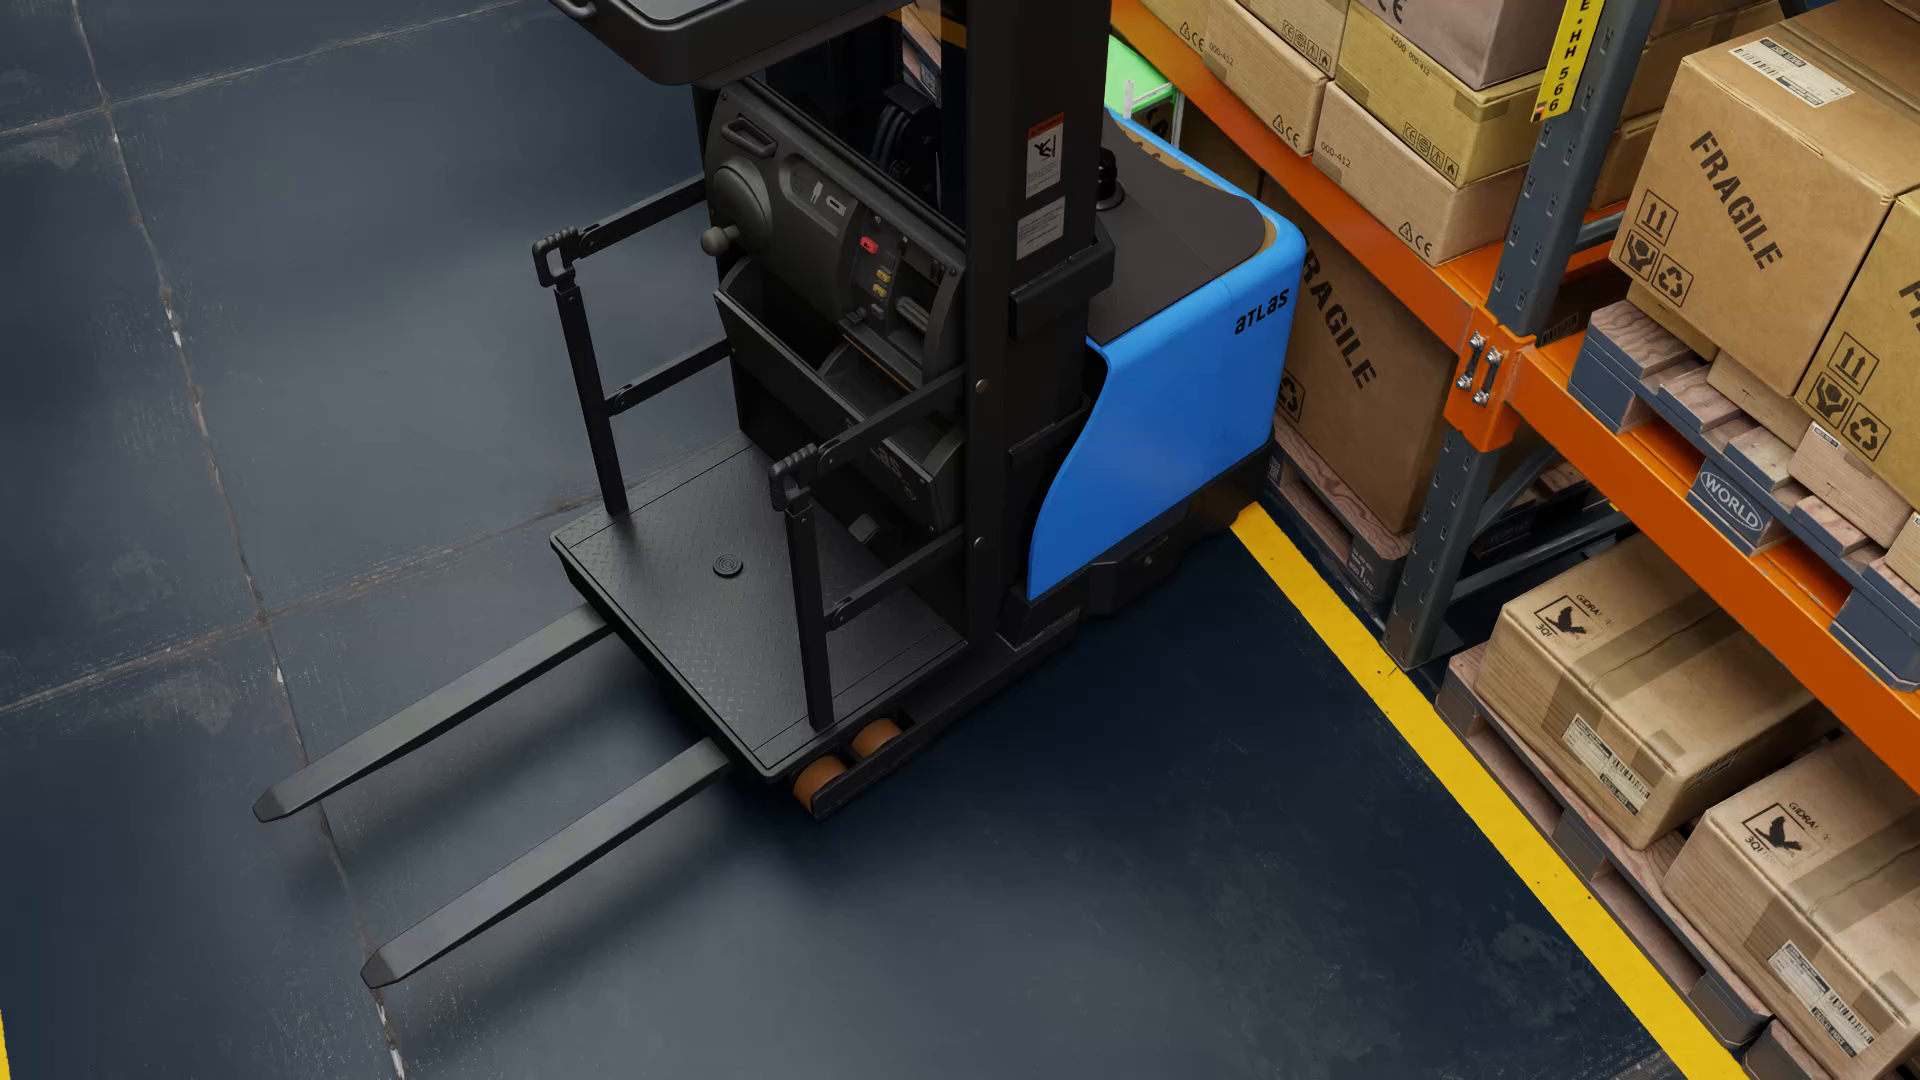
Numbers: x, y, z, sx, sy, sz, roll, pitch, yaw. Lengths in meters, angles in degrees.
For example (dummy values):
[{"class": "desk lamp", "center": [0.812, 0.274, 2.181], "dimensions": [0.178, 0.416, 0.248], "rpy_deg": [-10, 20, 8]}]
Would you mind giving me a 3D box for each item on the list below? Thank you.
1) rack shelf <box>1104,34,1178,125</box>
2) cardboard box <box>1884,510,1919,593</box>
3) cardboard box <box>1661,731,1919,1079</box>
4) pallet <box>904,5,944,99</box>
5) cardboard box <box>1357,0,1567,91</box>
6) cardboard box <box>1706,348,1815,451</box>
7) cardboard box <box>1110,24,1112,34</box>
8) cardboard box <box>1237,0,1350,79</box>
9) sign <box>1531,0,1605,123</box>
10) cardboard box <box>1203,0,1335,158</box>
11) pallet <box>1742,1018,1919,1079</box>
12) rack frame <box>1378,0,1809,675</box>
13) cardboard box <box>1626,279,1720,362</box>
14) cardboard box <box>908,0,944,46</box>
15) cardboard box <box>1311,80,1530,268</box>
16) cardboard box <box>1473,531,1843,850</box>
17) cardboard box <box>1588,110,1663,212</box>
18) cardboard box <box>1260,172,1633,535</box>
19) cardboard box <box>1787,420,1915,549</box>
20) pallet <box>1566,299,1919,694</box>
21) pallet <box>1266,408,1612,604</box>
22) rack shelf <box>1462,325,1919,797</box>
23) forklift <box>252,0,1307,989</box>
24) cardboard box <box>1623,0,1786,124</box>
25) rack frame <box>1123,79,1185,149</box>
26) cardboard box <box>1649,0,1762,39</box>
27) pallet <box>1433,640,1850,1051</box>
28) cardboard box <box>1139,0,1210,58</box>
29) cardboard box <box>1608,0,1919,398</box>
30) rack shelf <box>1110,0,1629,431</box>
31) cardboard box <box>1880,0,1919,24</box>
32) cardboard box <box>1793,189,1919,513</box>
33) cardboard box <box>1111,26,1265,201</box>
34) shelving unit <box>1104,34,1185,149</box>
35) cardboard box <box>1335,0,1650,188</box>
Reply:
[{"class": "rack shelf", "center": [0.433, -1.417, 5.131], "dimensions": [0.258, 0.148, 0.480], "rpy_deg": [-30, 57, -23]}, {"class": "cardboard box", "center": [2.000, 0.012, 3.135], "dimensions": [0.380, 0.149, 0.250], "rpy_deg": [-21, 52, -17]}, {"class": "cardboard box", "center": [2.320, 0.795, 4.029], "dimensions": [0.950, 0.372, 0.625], "rpy_deg": [-22, 52, -18]}, {"class": "pallet", "center": [0.315, -2.074, 6.923], "dimensions": [1.003, 0.211, 1.213], "rpy_deg": [-21, 52, -18]}, {"class": "cardboard box", "center": [1.256, -1.423, 3.771], "dimensions": [0.500, 0.500, 0.500], "rpy_deg": [-22, 53, -18]}, {"class": "cardboard box", "center": [1.808, -0.378, 3.476], "dimensions": [0.380, 0.149, 0.250], "rpy_deg": [-24, 53, -20]}, {"class": "cardboard box", "center": [0.670, -1.932, 6.079], "dimensions": [0.875, 0.875, 0.875], "rpy_deg": [-20, 52, -16]}, {"class": "cardboard box", "center": [1.040, -1.499, 4.336], "dimensions": [0.500, 0.250, 0.500], "rpy_deg": [-22, 53, -18]}, {"class": "sign", "center": [1.233, -0.993, 3.356], "dimensions": [0.100, 0.325, 0.005], "rpy_deg": [-21, 52, -18]}, {"class": "cardboard box", "center": [1.015, -1.341, 4.530], "dimensions": [0.500, 0.250, 0.500], "rpy_deg": [-20, 52, -17]}, {"class": "pallet", "center": [2.636, 1.452, 3.840], "dimensions": [1.003, 0.211, 1.213], "rpy_deg": [-21, 52, -18]}, {"class": "rack frame", "center": [1.725, -0.805, 3.961], "dimensions": [1.000, 3.000, 0.127], "rpy_deg": [-21, 52, -18]}, {"class": "cardboard box", "center": [1.709, -0.579, 3.651], "dimensions": [0.380, 0.149, 0.250], "rpy_deg": [-24, 53, -20]}, {"class": "cardboard box", "center": [0.250, -2.533, 6.606], "dimensions": [0.875, 0.875, 0.875], "rpy_deg": [-20, 52, -16]}, {"class": "cardboard box", "center": [1.263, -1.005, 4.236], "dimensions": [0.500, 0.250, 0.500], "rpy_deg": [-23, 53, -19]}, {"class": "cardboard box", "center": [1.975, 0.303, 4.459], "dimensions": [0.950, 0.372, 0.625], "rpy_deg": [-24, 53, -20]}, {"class": "cardboard box", "center": [1.725, -1.170, 4.380], "dimensions": [0.500, 0.250, 0.500], "rpy_deg": [-22, 52, -18]}, {"class": "cardboard box", "center": [1.483, -0.735, 5.032], "dimensions": [0.875, 0.875, 0.875], "rpy_deg": [-22, 52, -18]}, {"class": "cardboard box", "center": [1.893, -0.179, 3.302], "dimensions": [0.380, 0.149, 0.250], "rpy_deg": [-24, 53, -20]}, {"class": "pallet", "center": [2.146, -0.302, 3.648], "dimensions": [1.213, 0.211, 1.003], "rpy_deg": [-21, 52, -18]}, {"class": "pallet", "center": [1.432, -0.441, 5.495], "dimensions": [1.003, 0.211, 1.213], "rpy_deg": [-21, 52, -18]}, {"class": "rack shelf", "center": [2.641, 0.770, 3.061], "dimensions": [1.077, 0.370, 4.000], "rpy_deg": [-21, 52, -18]}, {"class": "forklift", "center": [-0.478, -0.661, 3.881], "dimensions": [3.031, 2.935, 1.130], "rpy_deg": [-32, 56, -25]}, {"class": "cardboard box", "center": [1.713, -1.344, 4.201], "dimensions": [0.500, 0.250, 0.500], "rpy_deg": [-22, 52, -18]}, {"class": "rack frame", "center": [0.579, -1.003, 5.330], "dimensions": [0.240, 1.200, 0.015], "rpy_deg": [-30, 57, -23]}, {"class": "cardboard box", "center": [1.717, -1.581, 3.910], "dimensions": [0.500, 0.500, 0.500], "rpy_deg": [-23, 53, -19]}, {"class": "pallet", "center": [2.082, 0.637, 4.553], "dimensions": [1.003, 0.211, 1.213], "rpy_deg": [-21, 52, -18]}, {"class": "cardboard box", "center": [0.799, -1.684, 4.829], "dimensions": [0.500, 0.250, 0.500], "rpy_deg": [-22, 52, -18]}, {"class": "cardboard box", "center": [1.726, -0.693, 3.320], "dimensions": [0.500, 0.500, 0.500], "rpy_deg": [-23, 53, -19]}, {"class": "rack shelf", "center": [0.810, -1.907, 5.403], "dimensions": [1.077, 0.370, 4.000], "rpy_deg": [-21, 52, -18]}, {"class": "cardboard box", "center": [2.181, -0.866, 3.471], "dimensions": [0.500, 0.500, 0.500], "rpy_deg": [-23, 53, -19]}, {"class": "cardboard box", "center": [1.970, -0.347, 3.018], "dimensions": [0.500, 0.500, 0.500], "rpy_deg": [-19, 51, -16]}, {"class": "cardboard box", "center": [1.079, -1.333, 5.556], "dimensions": [0.875, 0.875, 0.875], "rpy_deg": [-21, 52, -17]}, {"class": "shelving unit", "center": [0.432, -1.153, 5.453], "dimensions": [0.258, 1.200, 0.503], "rpy_deg": [-30, 57, -23]}, {"class": "cardboard box", "center": [1.278, -1.157, 4.037], "dimensions": [0.500, 0.250, 0.500], "rpy_deg": [-21, 52, -18]}]
